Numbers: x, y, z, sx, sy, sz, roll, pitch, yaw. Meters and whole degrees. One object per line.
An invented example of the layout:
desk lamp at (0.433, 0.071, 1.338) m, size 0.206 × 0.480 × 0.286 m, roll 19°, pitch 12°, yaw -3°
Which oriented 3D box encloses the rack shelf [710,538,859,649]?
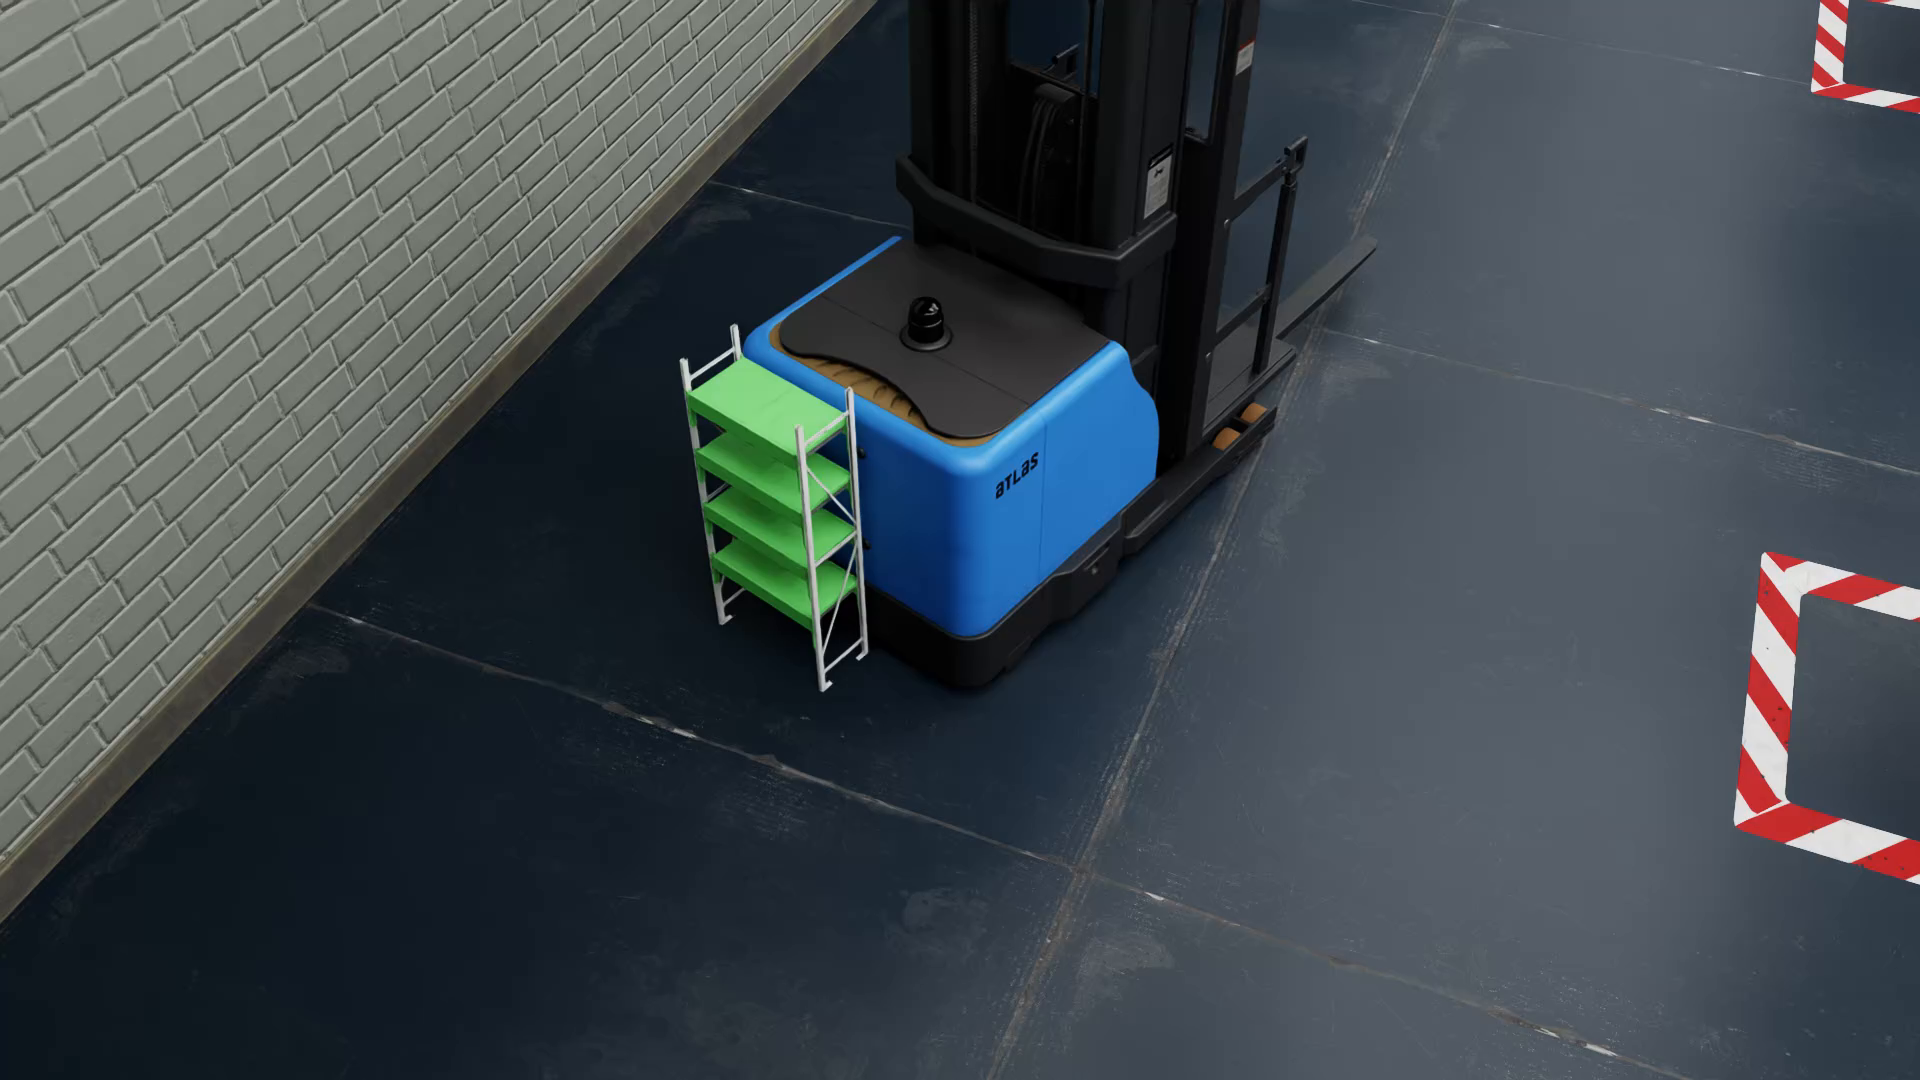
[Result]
rack shelf at (-0.592, 0.138, 5.691) m, size 0.480 × 0.148 × 0.258 m, roll 30°, pitch 52°, yaw 27°

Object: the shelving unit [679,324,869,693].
shelving unit at (-0.592, -0.077, 5.477) m, size 0.503 × 1.200 × 0.258 m, roll 30°, pitch 52°, yaw 27°

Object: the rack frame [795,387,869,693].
rack frame at (-0.404, 0.033, 5.367) m, size 0.015 × 1.200 × 0.240 m, roll 30°, pitch 52°, yaw 27°

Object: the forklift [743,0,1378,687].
forklift at (0.603, -1.516, 5.696) m, size 1.130 × 2.935 × 3.031 m, roll 30°, pitch 52°, yaw 27°

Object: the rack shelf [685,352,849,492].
rack shelf at (-0.592, -0.372, 5.183) m, size 0.480 × 0.148 × 0.258 m, roll 30°, pitch 52°, yaw 27°

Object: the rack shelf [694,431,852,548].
rack shelf at (-0.592, -0.202, 5.353) m, size 0.480 × 0.148 × 0.258 m, roll 30°, pitch 52°, yaw 27°

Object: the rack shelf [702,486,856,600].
rack shelf at (-0.592, -0.032, 5.522) m, size 0.480 × 0.148 × 0.258 m, roll 30°, pitch 52°, yaw 27°

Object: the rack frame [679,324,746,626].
rack frame at (-0.780, -0.187, 5.587) m, size 0.015 × 1.200 × 0.240 m, roll 30°, pitch 52°, yaw 27°
